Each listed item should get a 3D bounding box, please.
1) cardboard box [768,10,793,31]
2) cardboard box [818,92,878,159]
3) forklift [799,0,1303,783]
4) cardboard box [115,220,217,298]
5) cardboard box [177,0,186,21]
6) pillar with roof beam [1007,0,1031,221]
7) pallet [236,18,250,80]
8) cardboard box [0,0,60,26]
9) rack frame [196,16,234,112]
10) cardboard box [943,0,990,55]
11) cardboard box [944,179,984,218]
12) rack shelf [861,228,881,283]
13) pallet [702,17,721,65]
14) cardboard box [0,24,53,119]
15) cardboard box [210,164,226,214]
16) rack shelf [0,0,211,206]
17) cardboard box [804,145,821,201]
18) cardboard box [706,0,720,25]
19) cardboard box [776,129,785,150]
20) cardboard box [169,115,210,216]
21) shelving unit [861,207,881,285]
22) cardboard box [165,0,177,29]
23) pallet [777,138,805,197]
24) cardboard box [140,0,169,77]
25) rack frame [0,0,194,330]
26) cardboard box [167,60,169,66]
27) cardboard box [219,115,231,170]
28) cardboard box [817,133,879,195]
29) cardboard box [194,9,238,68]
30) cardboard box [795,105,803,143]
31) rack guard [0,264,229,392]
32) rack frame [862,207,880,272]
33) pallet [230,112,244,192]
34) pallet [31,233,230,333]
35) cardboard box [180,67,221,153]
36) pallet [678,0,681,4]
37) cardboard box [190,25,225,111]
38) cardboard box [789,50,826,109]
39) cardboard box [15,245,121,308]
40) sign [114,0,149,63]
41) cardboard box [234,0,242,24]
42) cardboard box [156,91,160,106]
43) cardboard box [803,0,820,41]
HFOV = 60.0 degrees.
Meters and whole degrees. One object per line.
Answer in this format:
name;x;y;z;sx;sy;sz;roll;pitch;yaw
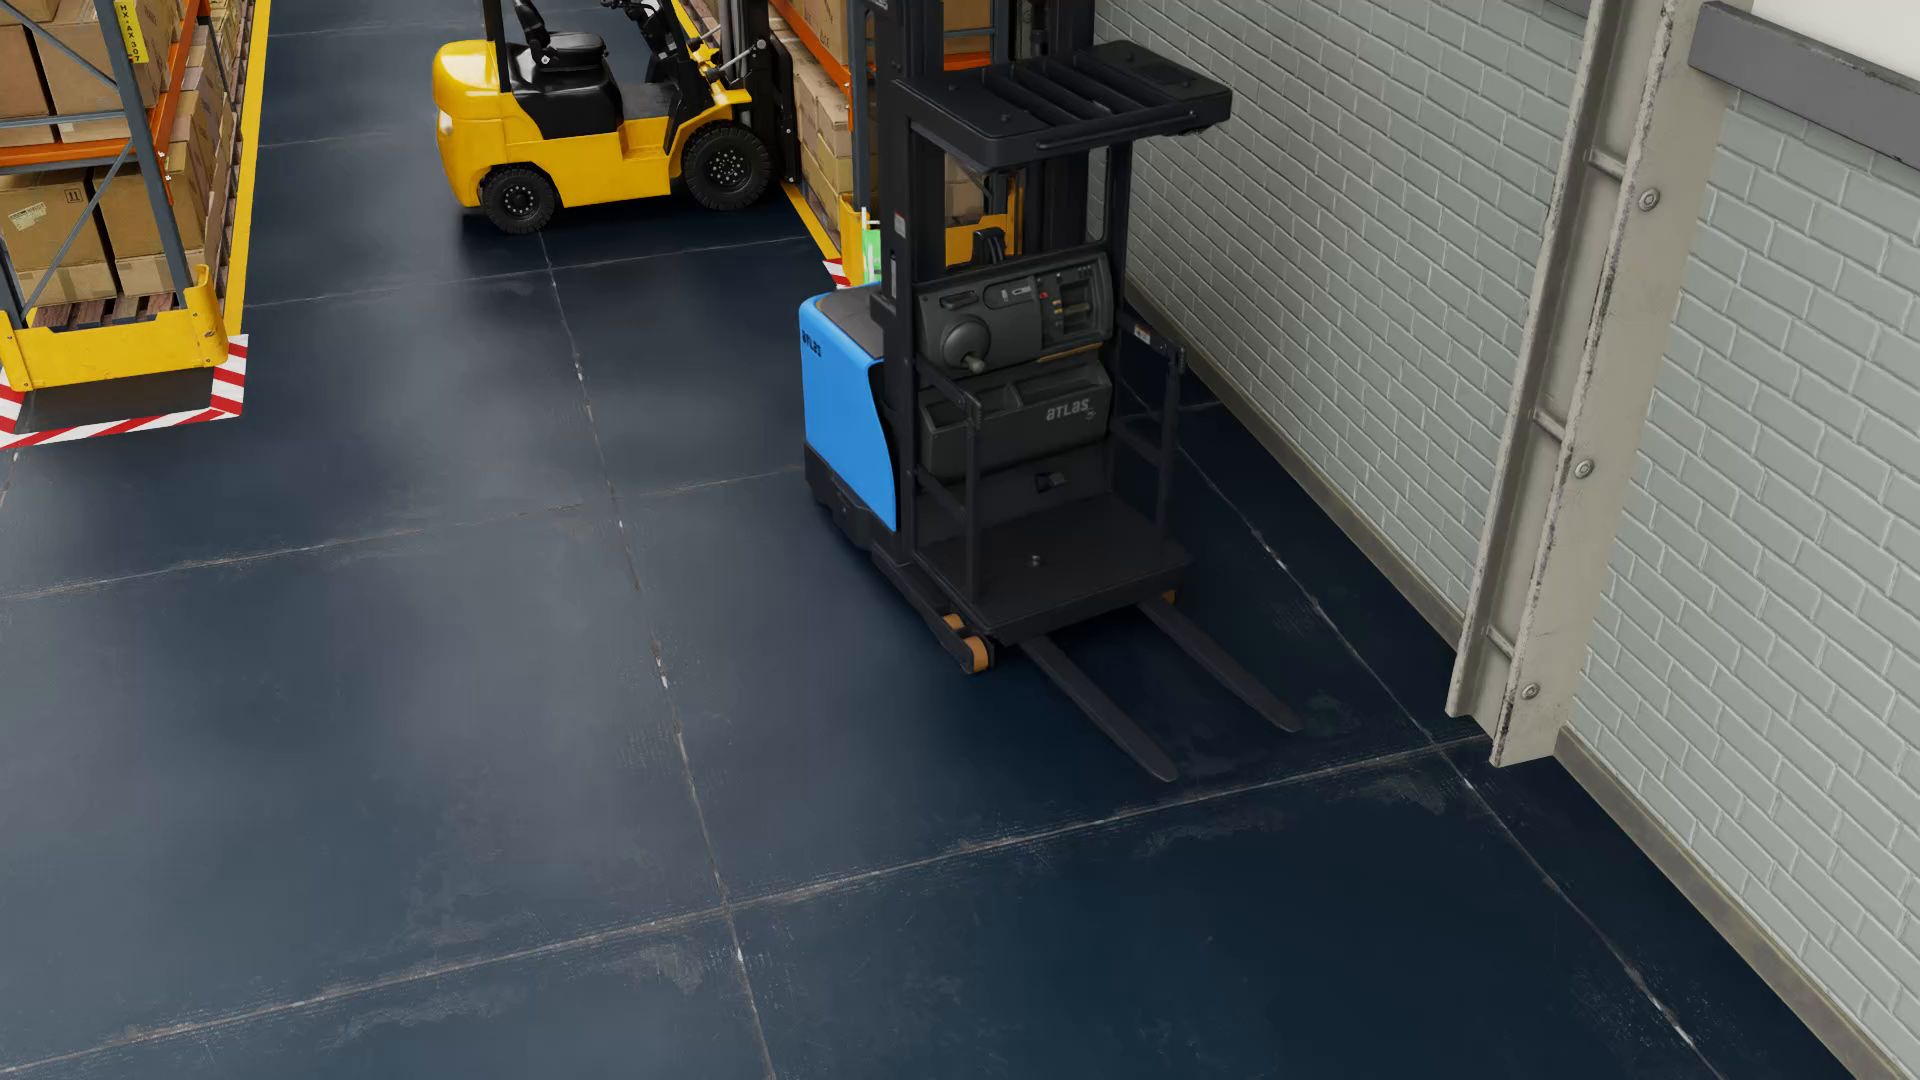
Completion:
cardboard box;-1.251;-3.787;12.466;0.500;0.250;0.500;-9;34;-13
cardboard box;-0.626;-2.712;10.840;0.500;0.250;0.500;-9;34;-13
forklift;0.356;-0.919;6.983;1.130;2.935;3.031;-17;37;-24
cardboard box;-4.898;-1.739;10.274;0.500;0.250;0.500;-10;35;-15
cardboard box;-5.434;-3.586;11.184;0.380;0.149;0.250;-11;35;-15
pillar with roof beam;-3.643;-5.374;8.220;9.100;9.000;0.400;-10;35;-15
pallet;-6.750;-4.228;14.457;1.003;0.211;1.213;-10;35;-15
cardboard box;-5.279;-3.056;8.886;0.700;0.500;0.500;-11;35;-16
rack frame;-6.135;-4.341;12.099;1.000;3.000;0.127;-10;35;-15
cardboard box;-0.076;-3.426;10.624;0.500;0.500;0.500;-9;34;-13
cardboard box;-0.153;-2.397;11.269;0.500;0.250;0.500;-10;35;-15
rack shelf;-0.367;-1.461;8.618;0.258;0.148;0.480;-4;34;-6
pallet;-1.671;-4.395;14.709;1.003;0.211;1.213;-10;35;-15
cardboard box;-5.343;-2.646;9.172;0.500;0.500;0.500;-11;35;-16
cardboard box;-5.225;-2.293;11.112;0.500;0.250;0.500;-8;34;-12
rack shelf;-5.525;-2.991;10.708;1.077;0.370;4.000;-10;35;-15
cardboard box;-0.776;-2.562;11.520;0.500;0.250;0.500;-10;35;-15
cardboard box;-1.808;-5.043;14.934;0.875;0.625;0.625;-10;35;-15
cardboard box;-1.100;-3.095;12.326;0.500;0.250;0.500;-9;34;-13
cardboard box;-5.069;-2.338;10.501;0.500;0.500;0.500;-11;35;-17
shelving unit;-0.367;-1.114;8.847;0.258;1.200;0.503;-4;34;-6
cardboard box;-5.276;-3.507;10.475;0.500;0.500;0.500;-11;35;-16
pallet;-0.831;-2.948;12.520;1.003;0.211;1.213;-10;35;-15
cardboard box;-4.956;-2.974;9.669;0.500;0.500;0.500;-9;35;-13
rack frame;-4.915;-2.241;8.921;1.000;3.000;0.127;-10;35;-15
cardboard box;-5.060;-2.904;10.151;0.380;0.149;0.250;-9;35;-13
cardboard box;-5.527;-2.826;11.919;0.500;0.250;0.500;-11;35;-16
cardboard box;-0.635;-2.517;10.999;0.500;0.250;0.500;-10;35;-15
cardboard box;-6.520;-4.072;13.694;0.950;0.372;0.625;-8;34;-12
cardboard box;-0.955;-3.050;11.805;0.500;0.250;0.500;-11;35;-16
rack guard;-4.938;-1.238;9.670;1.175;0.500;0.348;-10;35;-15
rack frame;-0.395;-1.247;9.049;0.240;1.200;0.015;-4;34;-6
pallet;-5.897;-2.831;12.343;1.003;0.211;1.213;-10;35;-15
pallet;-5.152;-1.550;10.404;1.003;0.211;1.213;-10;35;-15
cardboard box;-5.385;-2.882;11.324;0.500;0.500;0.500;-8;34;-12
pallet;-2.415;-5.676;16.648;1.003;0.211;1.213;-10;35;-15
cardboard box;-5.699;-3.417;12.133;0.500;0.500;0.500;-10;35;-15
cardboard box;-0.951;-3.243;11.643;0.500;0.250;0.500;-10;35;-14
cardboard box;-5.425;-1.661;10.156;0.500;0.250;0.500;-10;35;-15
sign;-4.398;-2.694;8.820;0.100;0.325;0.005;-10;35;-15
cardboard box;-6.960;-4.836;14.850;0.950;0.372;0.625;-11;35;-16
cardboard box;-4.916;-2.633;9.741;0.380;0.149;0.250;-11;35;-16
cardboard box;-0.739;-3.608;10.898;0.500;0.500;0.500;-9;34;-13
